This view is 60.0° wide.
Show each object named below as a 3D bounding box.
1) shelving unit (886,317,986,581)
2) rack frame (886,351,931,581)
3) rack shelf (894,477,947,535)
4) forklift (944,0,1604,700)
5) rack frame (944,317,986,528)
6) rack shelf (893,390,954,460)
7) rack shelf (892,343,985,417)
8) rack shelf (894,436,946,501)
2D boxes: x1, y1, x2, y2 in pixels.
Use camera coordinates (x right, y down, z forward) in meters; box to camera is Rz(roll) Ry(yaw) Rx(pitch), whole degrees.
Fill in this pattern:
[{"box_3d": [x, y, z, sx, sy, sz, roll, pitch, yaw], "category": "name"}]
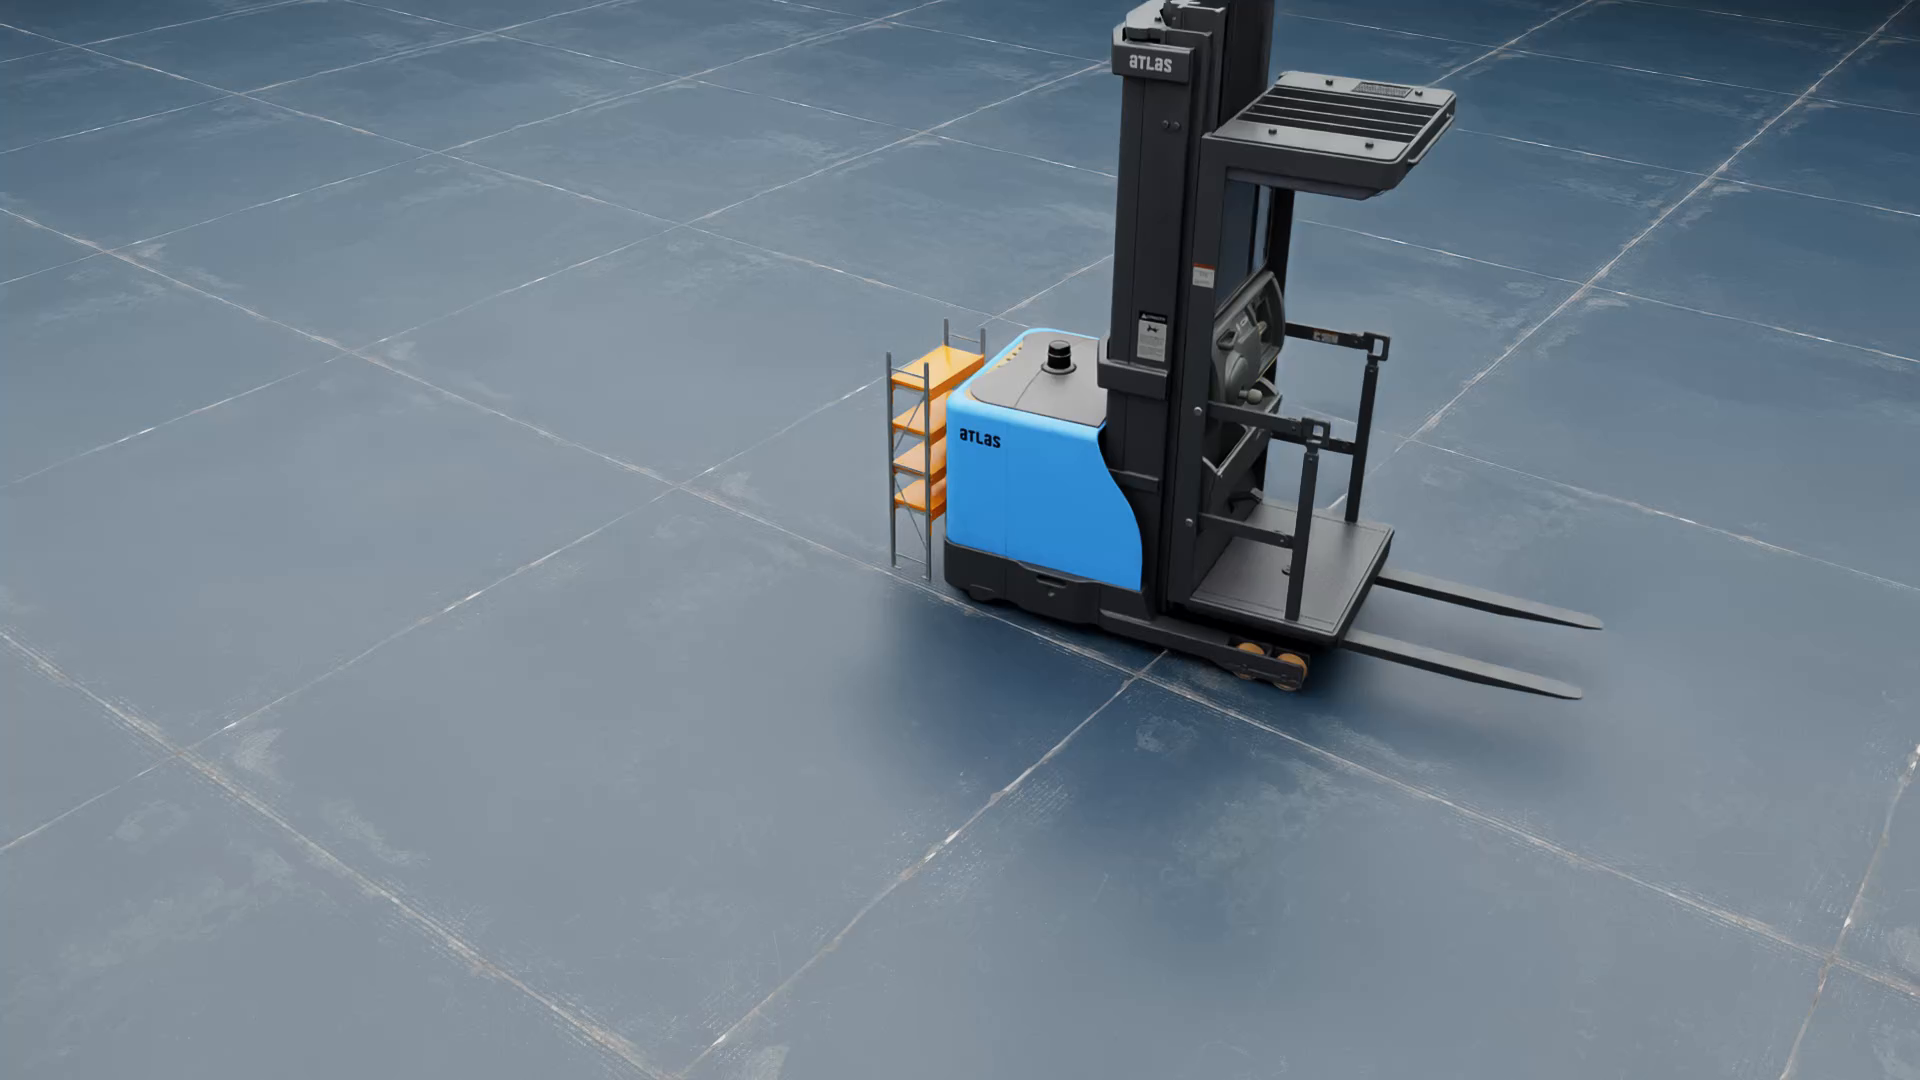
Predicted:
[{"box_3d": [-0.114, -0.450, 8.333, 0.258, 1.200, 0.503, 19, 35, 29], "category": "shelving unit"}, {"box_3d": [-0.249, -0.347, 8.158, 0.240, 1.200, 0.015, 19, 35, 29], "category": "rack frame"}, {"box_3d": [-0.114, -0.222, 8.468, 0.258, 0.148, 0.480, 19, 35, 29], "category": "rack shelf"}, {"box_3d": [1.472, -0.884, 7.366, 3.031, 2.935, 1.130, 14, 34, 23], "category": "forklift"}, {"box_3d": [0.022, -0.554, 8.508, 0.240, 1.200, 0.015, 19, 35, 29], "category": "rack frame"}, {"box_3d": [-0.114, -0.585, 8.253, 0.258, 0.148, 0.480, 19, 35, 29], "category": "rack shelf"}, {"box_3d": [-0.114, -0.788, 8.133, 0.258, 0.148, 0.480, 19, 35, 29], "category": "rack shelf"}, {"box_3d": [-0.114, -0.392, 8.367, 0.258, 0.148, 0.480, 19, 35, 29], "category": "rack shelf"}]
